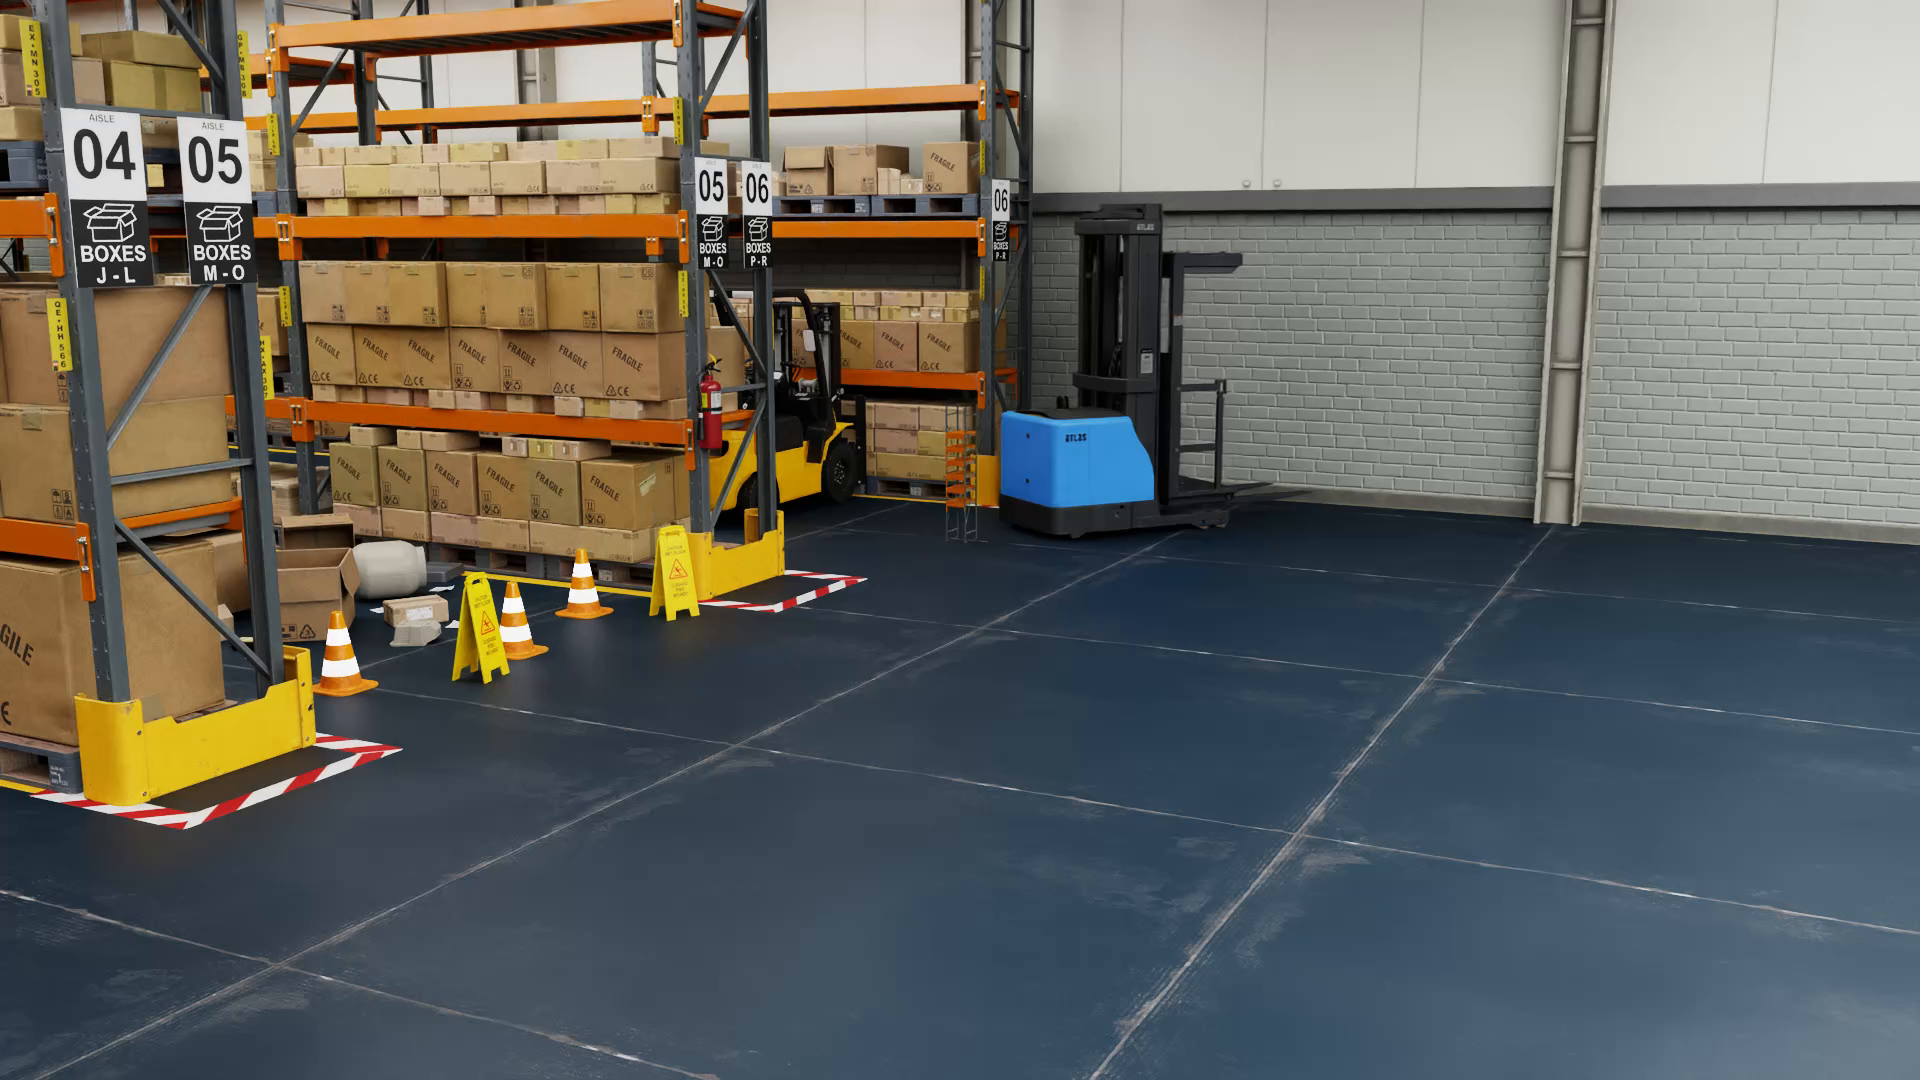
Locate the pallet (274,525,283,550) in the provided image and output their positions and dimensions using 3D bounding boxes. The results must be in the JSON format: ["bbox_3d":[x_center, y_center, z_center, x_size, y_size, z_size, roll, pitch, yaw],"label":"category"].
[{"bbox_3d":[-6.005,-0.131,14.861,1.213,0.211,1.003,5,11,26],"label":"pallet"}]

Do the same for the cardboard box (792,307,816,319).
[{"bbox_3d":[-1.566,-2.411,17.529,0.250,0.149,0.380,5,11,25],"label":"cardboard box"}]

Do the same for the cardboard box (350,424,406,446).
[{"bbox_3d":[-4.811,-0.875,13.756,0.250,0.149,0.380,5,11,27],"label":"cardboard box"}]

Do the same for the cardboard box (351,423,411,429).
[{"bbox_3d":[-7.175,-1.526,20.579,0.500,0.500,0.500,5,12,27],"label":"cardboard box"}]

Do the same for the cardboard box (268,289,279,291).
[{"bbox_3d":[-8.246,-2.907,20.900,0.637,0.503,0.797,5,11,24],"label":"cardboard box"}]

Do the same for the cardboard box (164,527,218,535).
[{"bbox_3d":[-6.067,-0.298,12.847,0.500,0.500,0.500,5,11,26],"label":"cardboard box"}]

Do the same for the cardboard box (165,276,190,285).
[{"bbox_3d":[-6.701,-2.234,14.534,0.250,0.149,0.380,4,11,23],"label":"cardboard box"}]

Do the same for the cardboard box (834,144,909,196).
[{"bbox_3d":[-0.906,-3.794,17.105,0.500,0.500,0.700,5,11,26],"label":"cardboard box"}]

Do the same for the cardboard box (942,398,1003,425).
[{"bbox_3d":[0.126,-1.334,17.410,0.500,0.250,0.500,5,11,25],"label":"cardboard box"}]

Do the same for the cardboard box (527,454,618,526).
[{"bbox_3d":[-3.023,-0.412,13.018,0.500,0.500,0.500,6,12,28],"label":"cardboard box"}]

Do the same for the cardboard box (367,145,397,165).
[{"bbox_3d":[-4.466,-3.047,13.186,0.250,0.149,0.380,5,11,25],"label":"cardboard box"}]

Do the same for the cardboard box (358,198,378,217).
[{"bbox_3d":[-4.654,-2.699,13.505,0.250,0.149,0.380,5,11,26],"label":"cardboard box"}]

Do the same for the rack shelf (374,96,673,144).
[{"bbox_3d":[-4.907,-4.794,19.094,4.000,0.370,1.077,5,11,26],"label":"rack shelf"}]

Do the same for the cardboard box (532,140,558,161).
[{"bbox_3d":[-3.025,-2.943,12.615,0.250,0.149,0.380,5,11,26],"label":"cardboard box"}]

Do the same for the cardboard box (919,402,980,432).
[{"bbox_3d":[-0.077,-1.252,16.959,0.500,0.250,0.500,5,12,28],"label":"cardboard box"}]

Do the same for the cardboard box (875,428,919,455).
[{"bbox_3d":[-0.546,-1.049,17.243,0.500,0.250,0.500,5,11,25],"label":"cardboard box"}]

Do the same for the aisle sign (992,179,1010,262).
[{"bbox_3d":[0.402,-3.147,16.396,0.004,0.787,0.394,5,11,26],"label":"aisle sign"}]

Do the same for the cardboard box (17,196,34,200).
[{"bbox_3d":[-8.457,-3.095,15.364,0.258,0.266,0.396,5,11,26],"label":"cardboard box"}]

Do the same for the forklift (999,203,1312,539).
[{"bbox_3d":[1.910,-1.617,15.434,3.031,2.935,1.130,-5,12,-27],"label":"forklift"}]

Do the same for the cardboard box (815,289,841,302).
[{"bbox_3d":[-1.319,-2.549,17.455,0.250,0.149,0.380,5,11,27],"label":"cardboard box"}]

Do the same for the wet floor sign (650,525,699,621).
[{"bbox_3d":[-2.022,0.217,11.717,0.267,0.644,0.232,-10,14,-43],"label":"wet floor sign"}]

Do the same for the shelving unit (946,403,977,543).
[{"bbox_3d":[0.013,-0.589,14.617,0.189,1.200,0.258,5,11,26],"label":"shelving unit"}]

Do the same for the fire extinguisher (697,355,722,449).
[{"bbox_3d":[-1.821,-1.006,12.084,0.183,0.674,0.296,5,11,26],"label":"fire extinguisher"}]

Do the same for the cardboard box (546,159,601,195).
[{"bbox_3d":[-2.742,-2.715,12.471,0.500,0.250,0.500,5,11,25],"label":"cardboard box"}]

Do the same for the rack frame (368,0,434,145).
[{"bbox_3d":[-6.701,-5.502,19.865,0.127,3.000,1.000,5,11,26],"label":"rack frame"}]

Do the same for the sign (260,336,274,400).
[{"bbox_3d":[-3.568,-0.881,8.525,0.005,0.325,0.100,5,11,26],"label":"sign"}]

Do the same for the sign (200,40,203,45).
[{"bbox_3d":[-10.048,-6.444,22.001,0.005,0.325,0.100,5,11,26],"label":"sign"}]

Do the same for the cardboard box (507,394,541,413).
[{"bbox_3d":[-3.327,-1.088,13.025,0.250,0.149,0.380,5,11,25],"label":"cardboard box"}]

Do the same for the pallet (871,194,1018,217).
[{"bbox_3d":[-0.149,-3.412,16.987,1.213,0.211,1.003,5,11,26],"label":"pallet"}]

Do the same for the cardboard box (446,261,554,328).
[{"bbox_3d":[-3.613,-1.946,13.137,0.500,0.500,0.700,5,11,25],"label":"cardboard box"}]

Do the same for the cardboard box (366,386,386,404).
[{"bbox_3d":[-4.665,-1.215,13.725,0.250,0.149,0.380,5,11,26],"label":"cardboard box"}]

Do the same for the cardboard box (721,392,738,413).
[{"bbox_3d":[-1.932,-1.063,12.887,0.250,0.149,0.380,5,11,26],"label":"cardboard box"}]

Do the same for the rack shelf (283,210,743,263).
[{"bbox_3d":[-3.513,-2.406,13.202,4.000,0.370,1.077,5,11,26],"label":"rack shelf"}]

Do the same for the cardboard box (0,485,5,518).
[{"bbox_3d":[-4.675,-0.464,8.450,0.550,0.550,0.875,5,11,26],"label":"cardboard box"}]

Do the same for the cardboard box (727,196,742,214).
[{"bbox_3d":[-1.873,-2.557,12.720,0.250,0.149,0.380,5,11,26],"label":"cardboard box"}]

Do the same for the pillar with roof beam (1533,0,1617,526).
[{"bbox_3d":[3.724,-3.910,11.069,0.400,9.000,9.100,5,11,26],"label":"pillar with roof beam"}]

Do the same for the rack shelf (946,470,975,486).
[{"bbox_3d":[0.013,-0.546,14.625,0.180,0.103,0.258,5,11,26],"label":"rack shelf"}]

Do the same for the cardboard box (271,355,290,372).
[{"bbox_3d":[-5.890,-1.522,14.241,0.250,0.149,0.380,5,11,27],"label":"cardboard box"}]

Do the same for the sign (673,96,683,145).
[{"bbox_3d":[-1.983,-2.952,11.707,0.005,0.325,0.100,5,11,26],"label":"sign"}]

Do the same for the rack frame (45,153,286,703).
[{"bbox_3d":[-3.819,-0.328,8.122,0.127,3.000,1.000,5,11,26],"label":"rack frame"}]

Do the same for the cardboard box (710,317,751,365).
[{"bbox_3d":[-2.357,-2.169,18.013,0.500,0.500,0.500,5,12,27],"label":"cardboard box"}]

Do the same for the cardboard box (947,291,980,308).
[{"bbox_3d":[0.059,-2.429,16.793,0.250,0.149,0.380,5,11,26],"label":"cardboard box"}]

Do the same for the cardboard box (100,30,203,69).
[{"bbox_3d":[-3.977,-2.406,8.186,0.250,0.149,0.380,5,11,26],"label":"cardboard box"}]

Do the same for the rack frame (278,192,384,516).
[{"bbox_3d":[-5.307,-1.442,14.275,0.127,3.000,1.000,5,11,26],"label":"rack frame"}]

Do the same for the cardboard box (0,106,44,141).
[{"bbox_3d":[-4.267,-1.909,7.676,0.250,0.149,0.380,5,11,26],"label":"cardboard box"}]

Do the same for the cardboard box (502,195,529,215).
[{"bbox_3d":[-3.299,-2.568,12.780,0.250,0.149,0.380,5,11,24],"label":"cardboard box"}]

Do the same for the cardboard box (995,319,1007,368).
[{"bbox_3d":[0.152,-2.053,17.368,0.500,0.500,0.500,5,12,28],"label":"cardboard box"}]

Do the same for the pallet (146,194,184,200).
[{"bbox_3d":[-6.744,-2.973,14.837,1.003,0.211,1.213,5,11,26],"label":"pallet"}]

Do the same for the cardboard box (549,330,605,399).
[{"bbox_3d":[-2.775,-1.361,12.714,0.500,0.500,0.500,5,11,26],"label":"cardboard box"}]

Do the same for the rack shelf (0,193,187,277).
[{"bbox_3d":[-5.613,-1.608,8.789,4.000,0.370,1.077,5,11,26],"label":"rack shelf"}]

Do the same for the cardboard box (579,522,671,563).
[{"bbox_3d":[-2.585,-0.003,12.866,0.500,0.250,0.500,5,11,26],"label":"cardboard box"}]

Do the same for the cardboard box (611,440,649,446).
[{"bbox_3d":[-3.586,-1.313,19.049,0.625,0.625,0.875,6,12,28],"label":"cardboard box"}]

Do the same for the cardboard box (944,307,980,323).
[{"bbox_3d":[0.039,-2.271,16.753,0.250,0.149,0.380,5,11,27],"label":"cardboard box"}]
